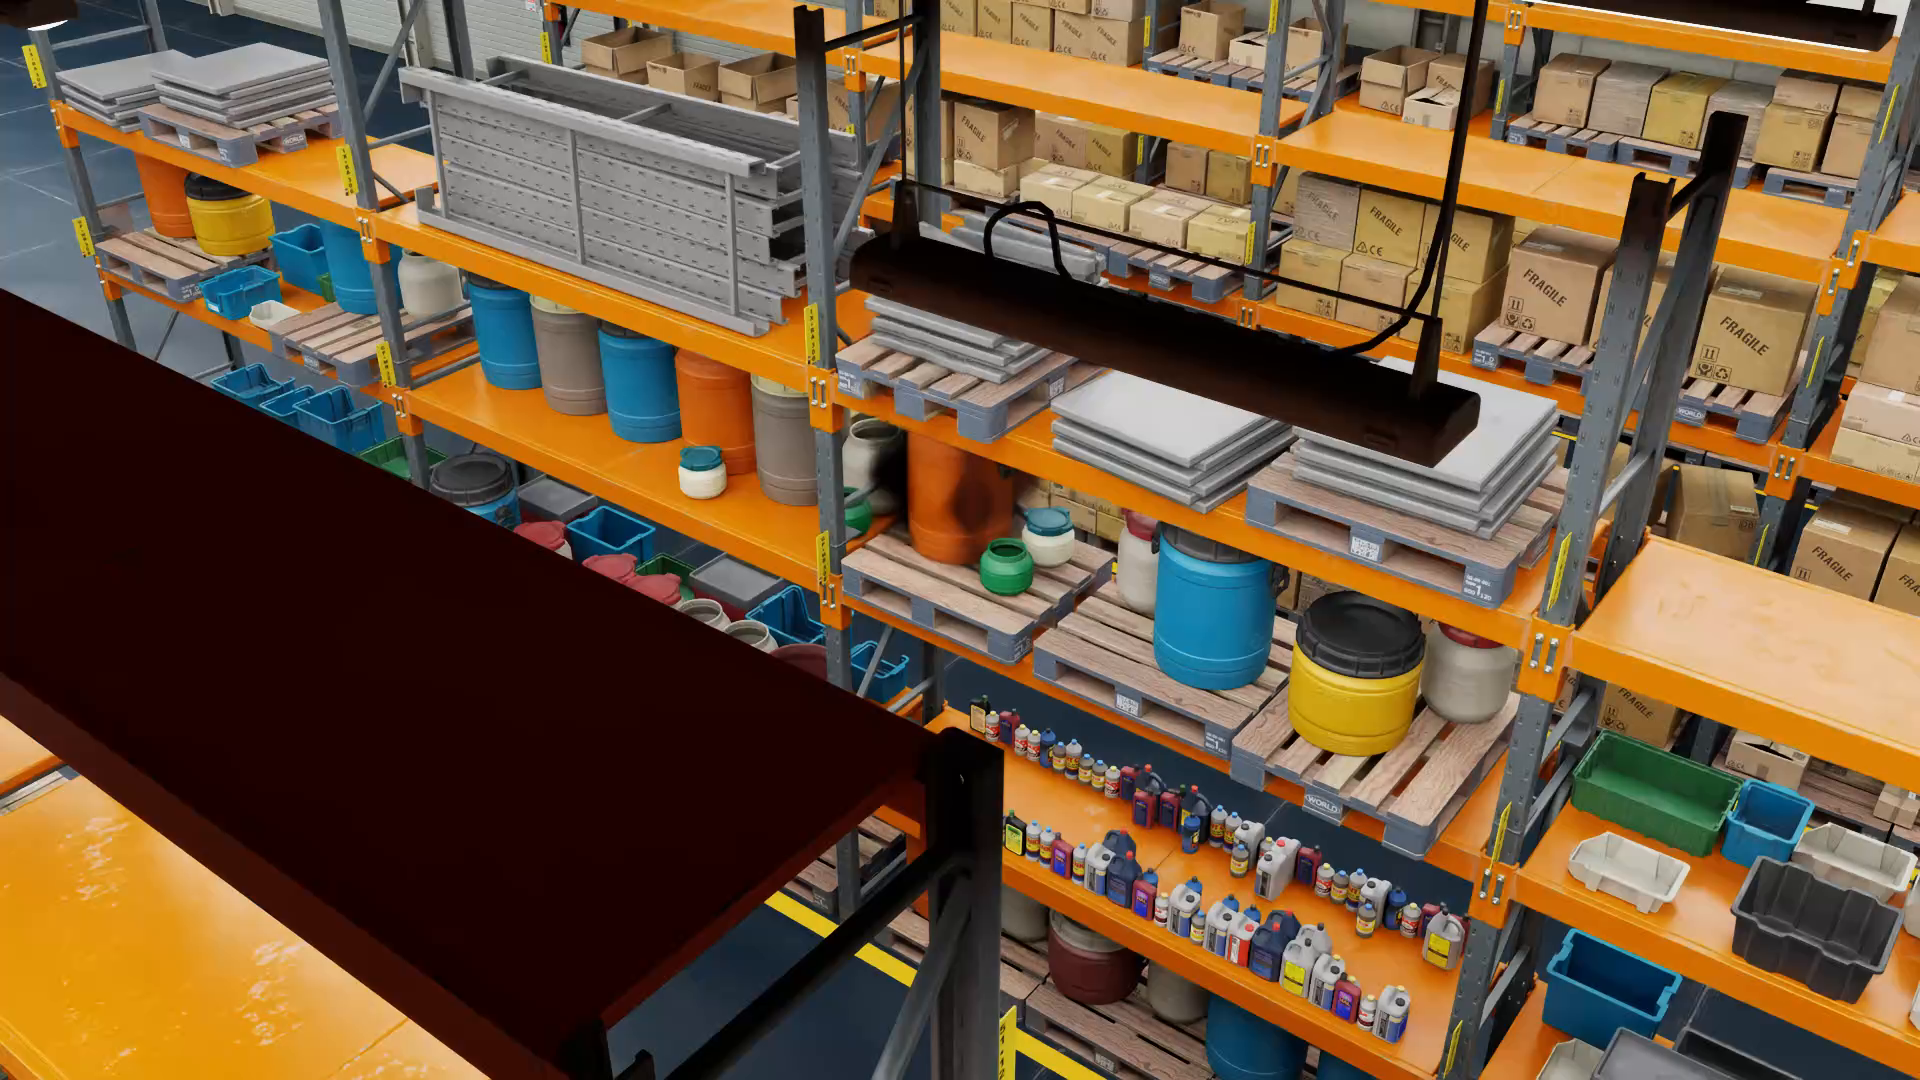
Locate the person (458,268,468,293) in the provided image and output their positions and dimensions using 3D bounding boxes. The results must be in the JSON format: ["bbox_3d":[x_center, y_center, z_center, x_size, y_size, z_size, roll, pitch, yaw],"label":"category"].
[{"bbox_3d":[-5.216,-2.883,18.287,0.553,1.763,0.949,15,34,23],"label":"person"}]
